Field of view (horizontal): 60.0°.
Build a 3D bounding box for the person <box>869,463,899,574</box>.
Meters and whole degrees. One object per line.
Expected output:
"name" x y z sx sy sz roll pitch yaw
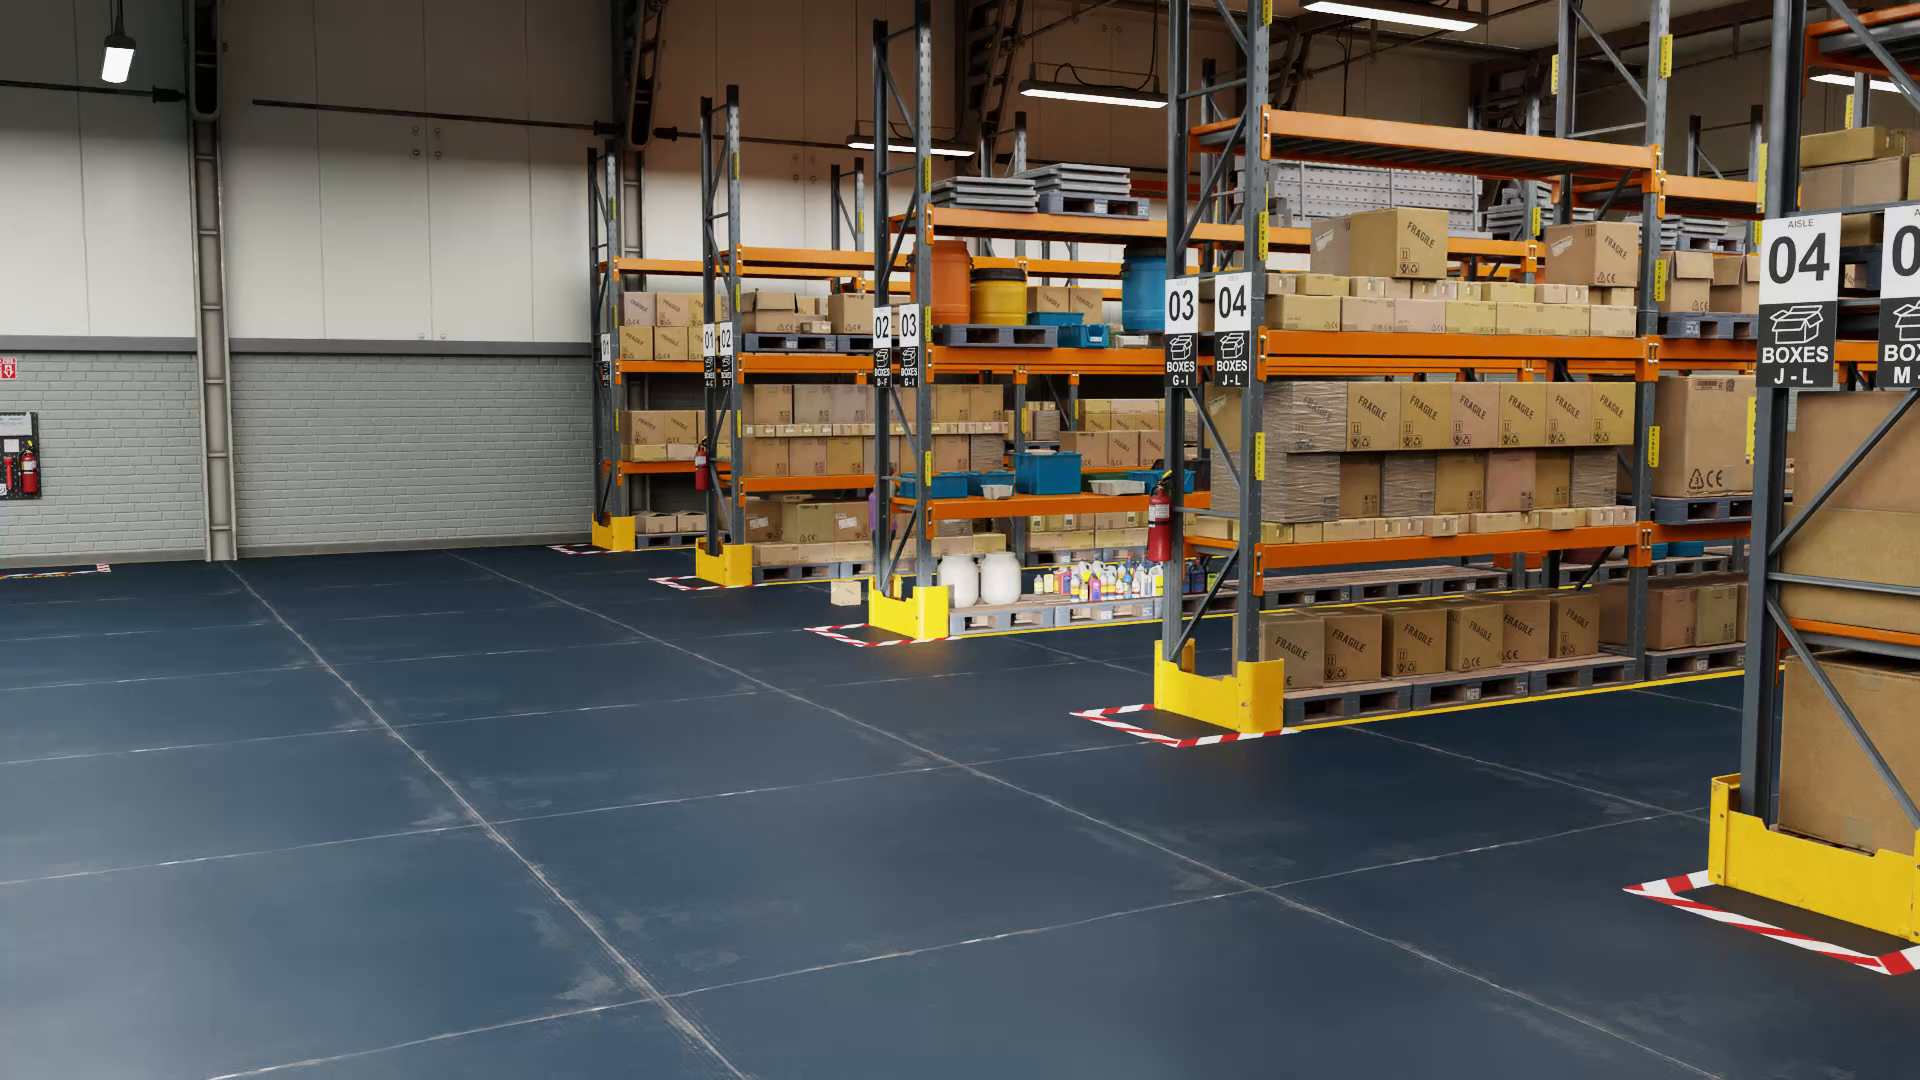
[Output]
"person" -0.856 -0.099 18.735 0.316 1.597 0.407 -3 6 -28
